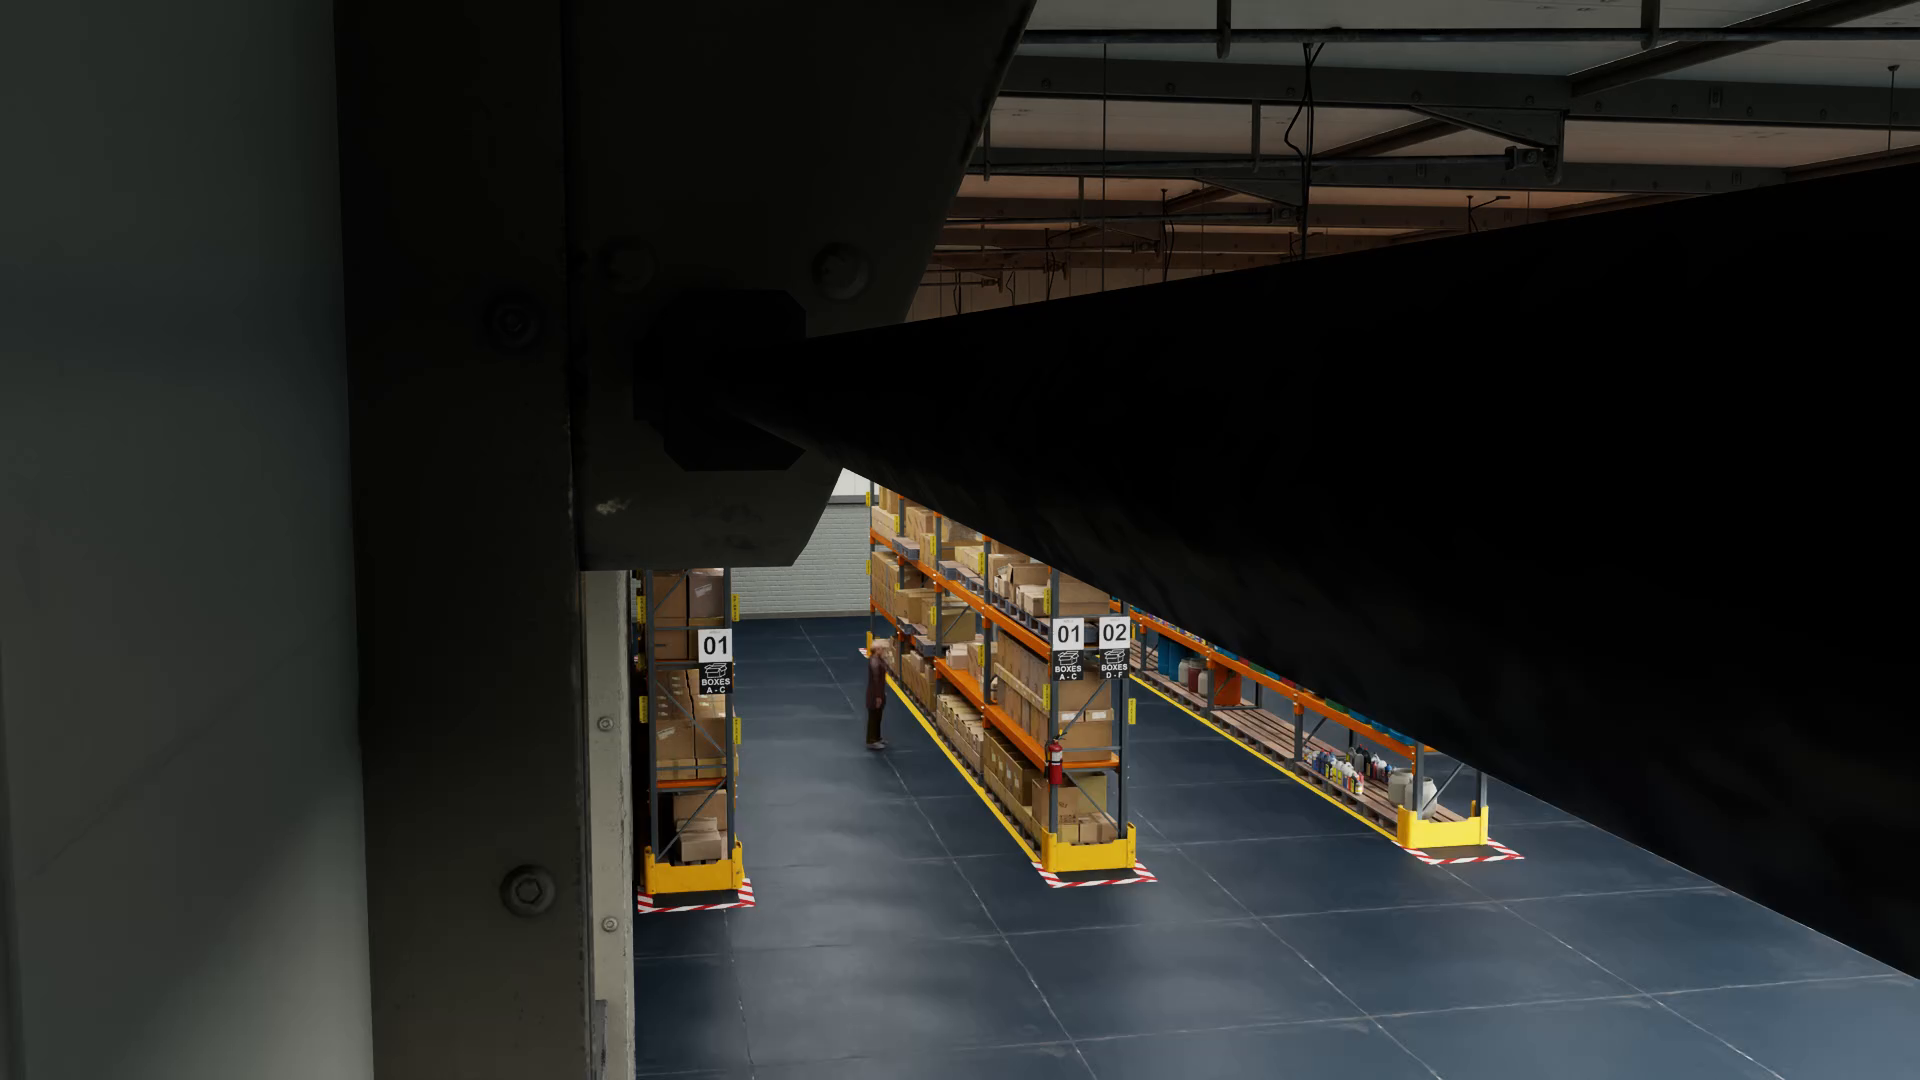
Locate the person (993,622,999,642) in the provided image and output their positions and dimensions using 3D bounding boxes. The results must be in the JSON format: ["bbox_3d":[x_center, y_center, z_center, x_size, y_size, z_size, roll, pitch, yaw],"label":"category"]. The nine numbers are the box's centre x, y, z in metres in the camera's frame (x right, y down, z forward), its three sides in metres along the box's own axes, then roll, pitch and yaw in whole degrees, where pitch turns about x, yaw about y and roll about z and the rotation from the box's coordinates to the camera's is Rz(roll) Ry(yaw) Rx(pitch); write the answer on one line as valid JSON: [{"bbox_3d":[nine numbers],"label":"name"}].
[{"bbox_3d":[0.780,1.634,37.038,0.511,1.693,0.378,-5,8,-42],"label":"person"}]

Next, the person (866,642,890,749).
[{"bbox_3d":[-1.370,2.566,27.562,0.395,1.791,0.596,0,6,-1],"label":"person"}]
